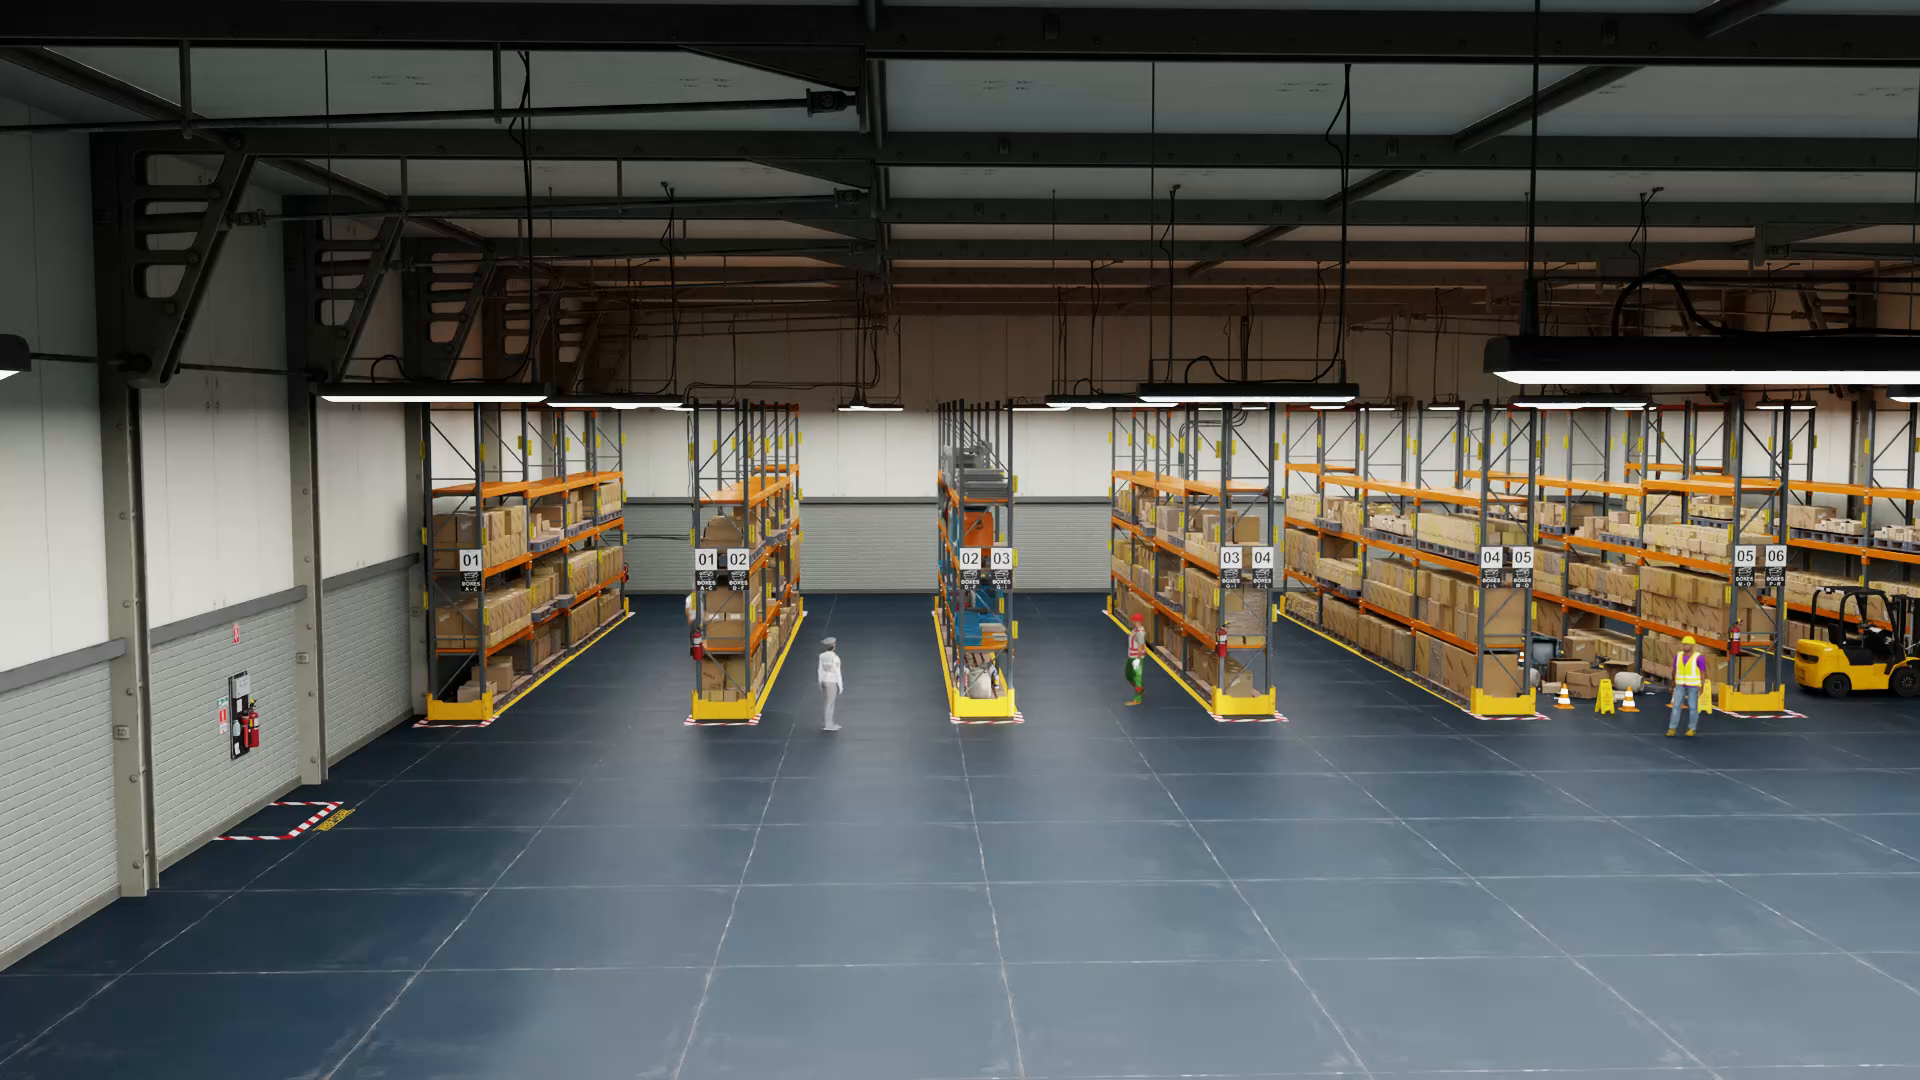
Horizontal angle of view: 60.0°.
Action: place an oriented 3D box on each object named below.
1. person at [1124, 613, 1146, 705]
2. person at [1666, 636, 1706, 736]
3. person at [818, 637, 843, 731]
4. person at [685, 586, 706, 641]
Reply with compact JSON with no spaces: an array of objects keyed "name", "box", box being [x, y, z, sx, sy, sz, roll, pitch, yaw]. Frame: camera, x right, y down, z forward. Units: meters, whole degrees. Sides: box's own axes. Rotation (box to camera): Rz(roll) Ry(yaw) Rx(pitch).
[{"name":"person","box":[3.471,2.332,32.776,0.510,1.789,0.626,-1,4,-13]},{"name":"person","box":[12.872,2.600,29.513,0.563,1.777,0.584,-4,6,-44]},{"name":"person","box":[-2.316,2.601,30.136,0.417,1.693,0.536,-3,5,-31]},{"name":"person","box":[-6.306,1.893,39.811,0.486,1.621,0.929,0,4,4]}]
